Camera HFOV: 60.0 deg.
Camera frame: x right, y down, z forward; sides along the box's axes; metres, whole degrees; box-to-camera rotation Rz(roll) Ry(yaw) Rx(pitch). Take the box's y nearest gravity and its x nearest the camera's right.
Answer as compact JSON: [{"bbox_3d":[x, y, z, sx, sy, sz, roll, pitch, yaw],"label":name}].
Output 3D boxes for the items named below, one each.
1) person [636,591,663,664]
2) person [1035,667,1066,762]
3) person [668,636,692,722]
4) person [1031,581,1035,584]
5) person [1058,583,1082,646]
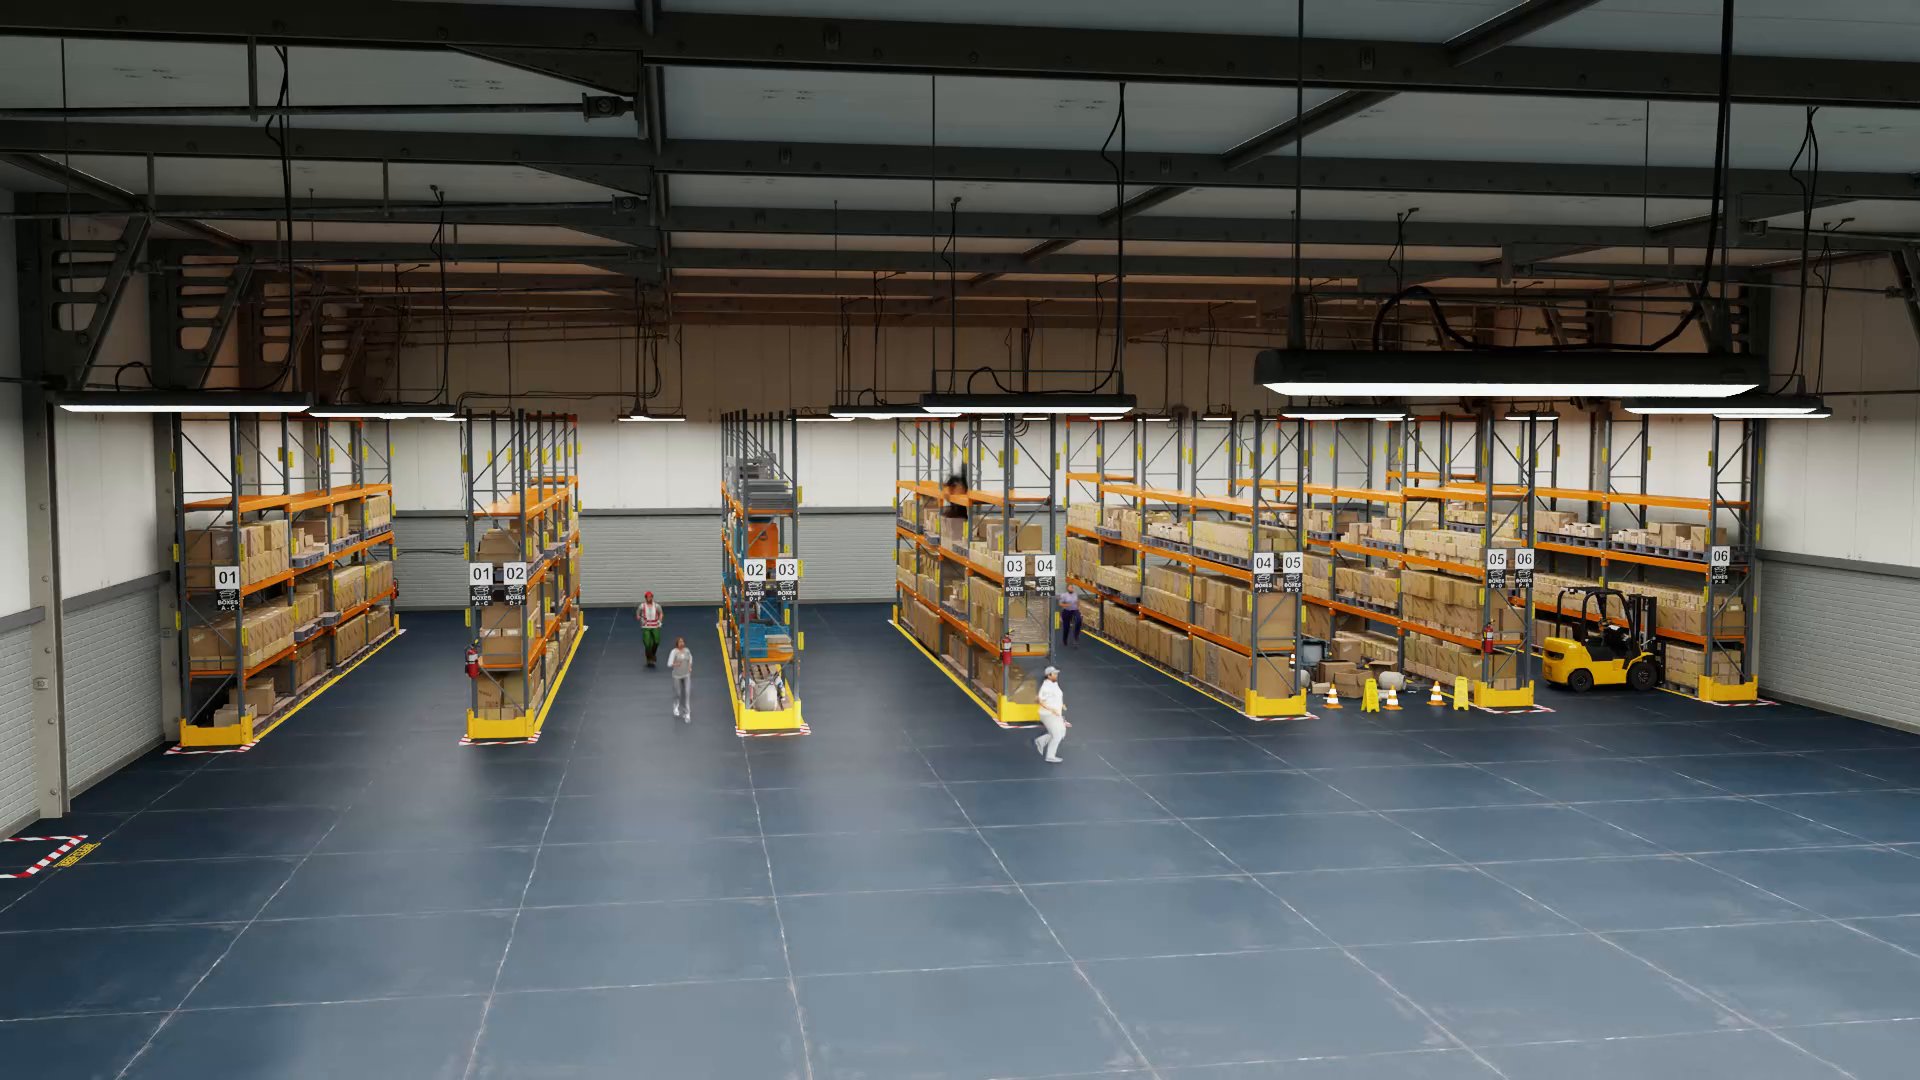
[{"bbox_3d":[-7.333,2.091,39.428,0.644,1.741,0.580,-1,4,-17],"label":"person"},{"bbox_3d":[1.507,2.954,28.174,0.537,1.609,0.594,2,4,23],"label":"person"},{"bbox_3d":[-5.379,2.662,32.080,0.532,1.612,0.798,-2,4,-22],"label":"person"},{"bbox_3d":[2.207,1.641,46.504,0.625,1.708,0.917,0,4,-7],"label":"person"},{"bbox_3d":[2.782,1.909,42.359,0.580,1.627,0.888,-1,4,-8],"label":"person"}]
